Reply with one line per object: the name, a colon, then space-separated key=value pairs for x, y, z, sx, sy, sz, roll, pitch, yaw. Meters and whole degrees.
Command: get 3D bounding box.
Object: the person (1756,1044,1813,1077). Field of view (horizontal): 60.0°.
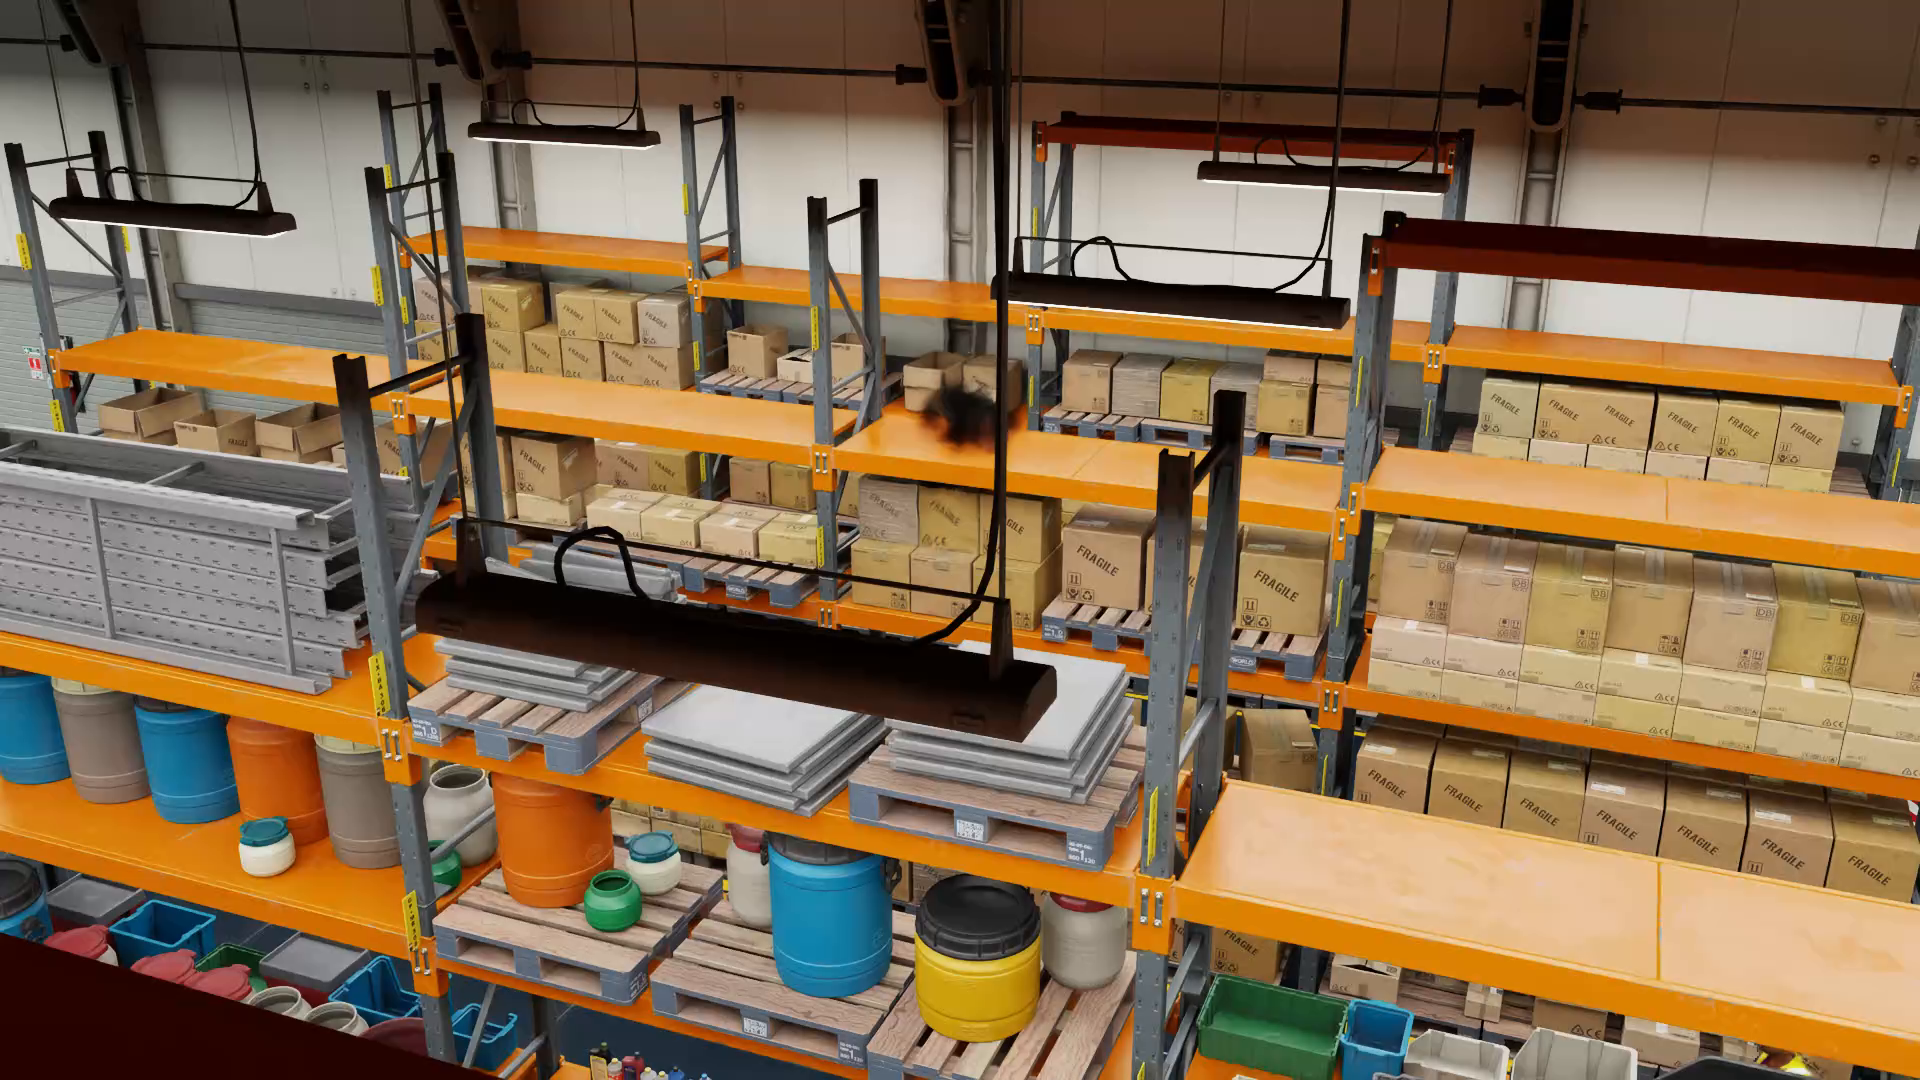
person: x=5.070 y=3.705 z=10.281 sx=0.687 sy=1.704 sz=0.739 roll=3 pitch=21 yaw=7
